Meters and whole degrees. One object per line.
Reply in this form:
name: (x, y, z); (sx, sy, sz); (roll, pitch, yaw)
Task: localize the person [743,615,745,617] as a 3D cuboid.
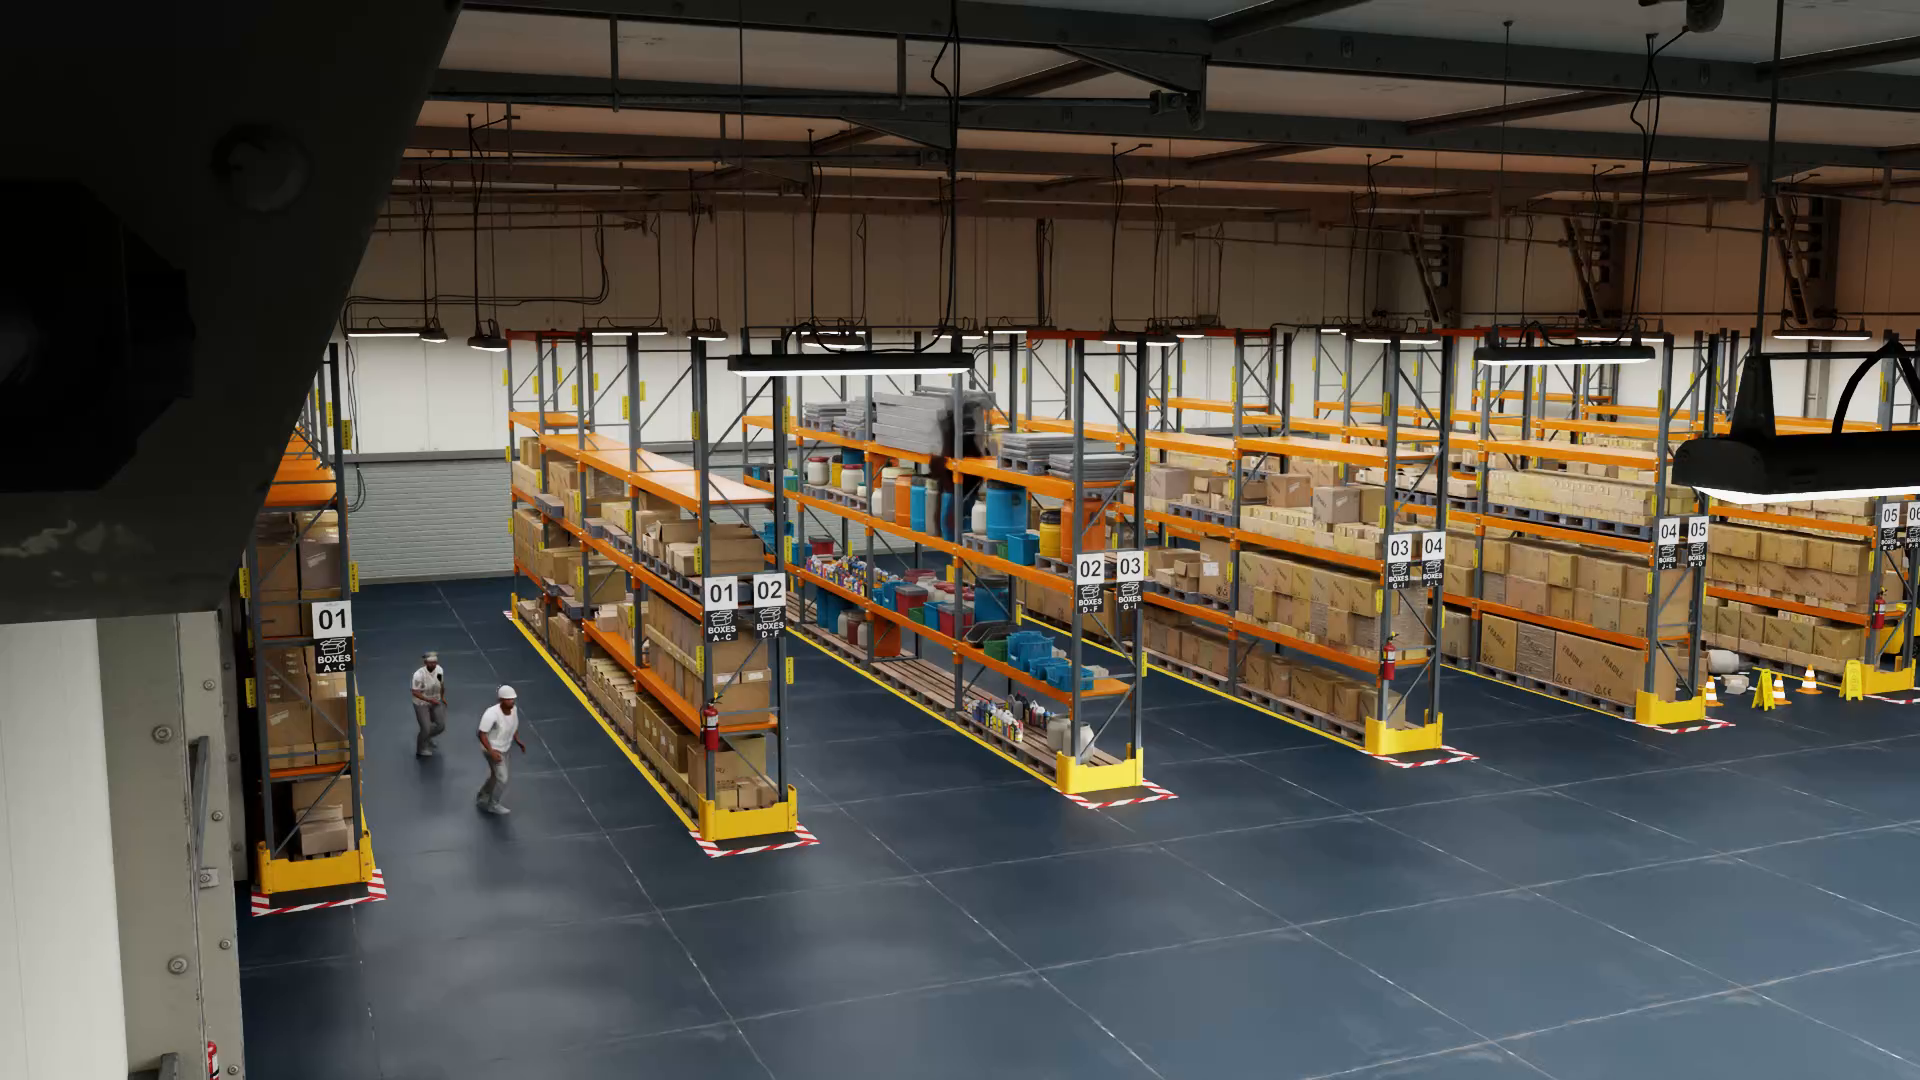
person: (-4.066, 1.556, 29.066); (0.759, 1.712, 0.658); (8, 11, 44)

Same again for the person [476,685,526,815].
person: (-5.889, 2.654, 21.050); (0.810, 1.708, 0.680); (2, 8, 17)

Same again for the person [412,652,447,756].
person: (-7.613, 2.332, 23.804); (0.741, 1.574, 0.559); (7, 10, 40)
